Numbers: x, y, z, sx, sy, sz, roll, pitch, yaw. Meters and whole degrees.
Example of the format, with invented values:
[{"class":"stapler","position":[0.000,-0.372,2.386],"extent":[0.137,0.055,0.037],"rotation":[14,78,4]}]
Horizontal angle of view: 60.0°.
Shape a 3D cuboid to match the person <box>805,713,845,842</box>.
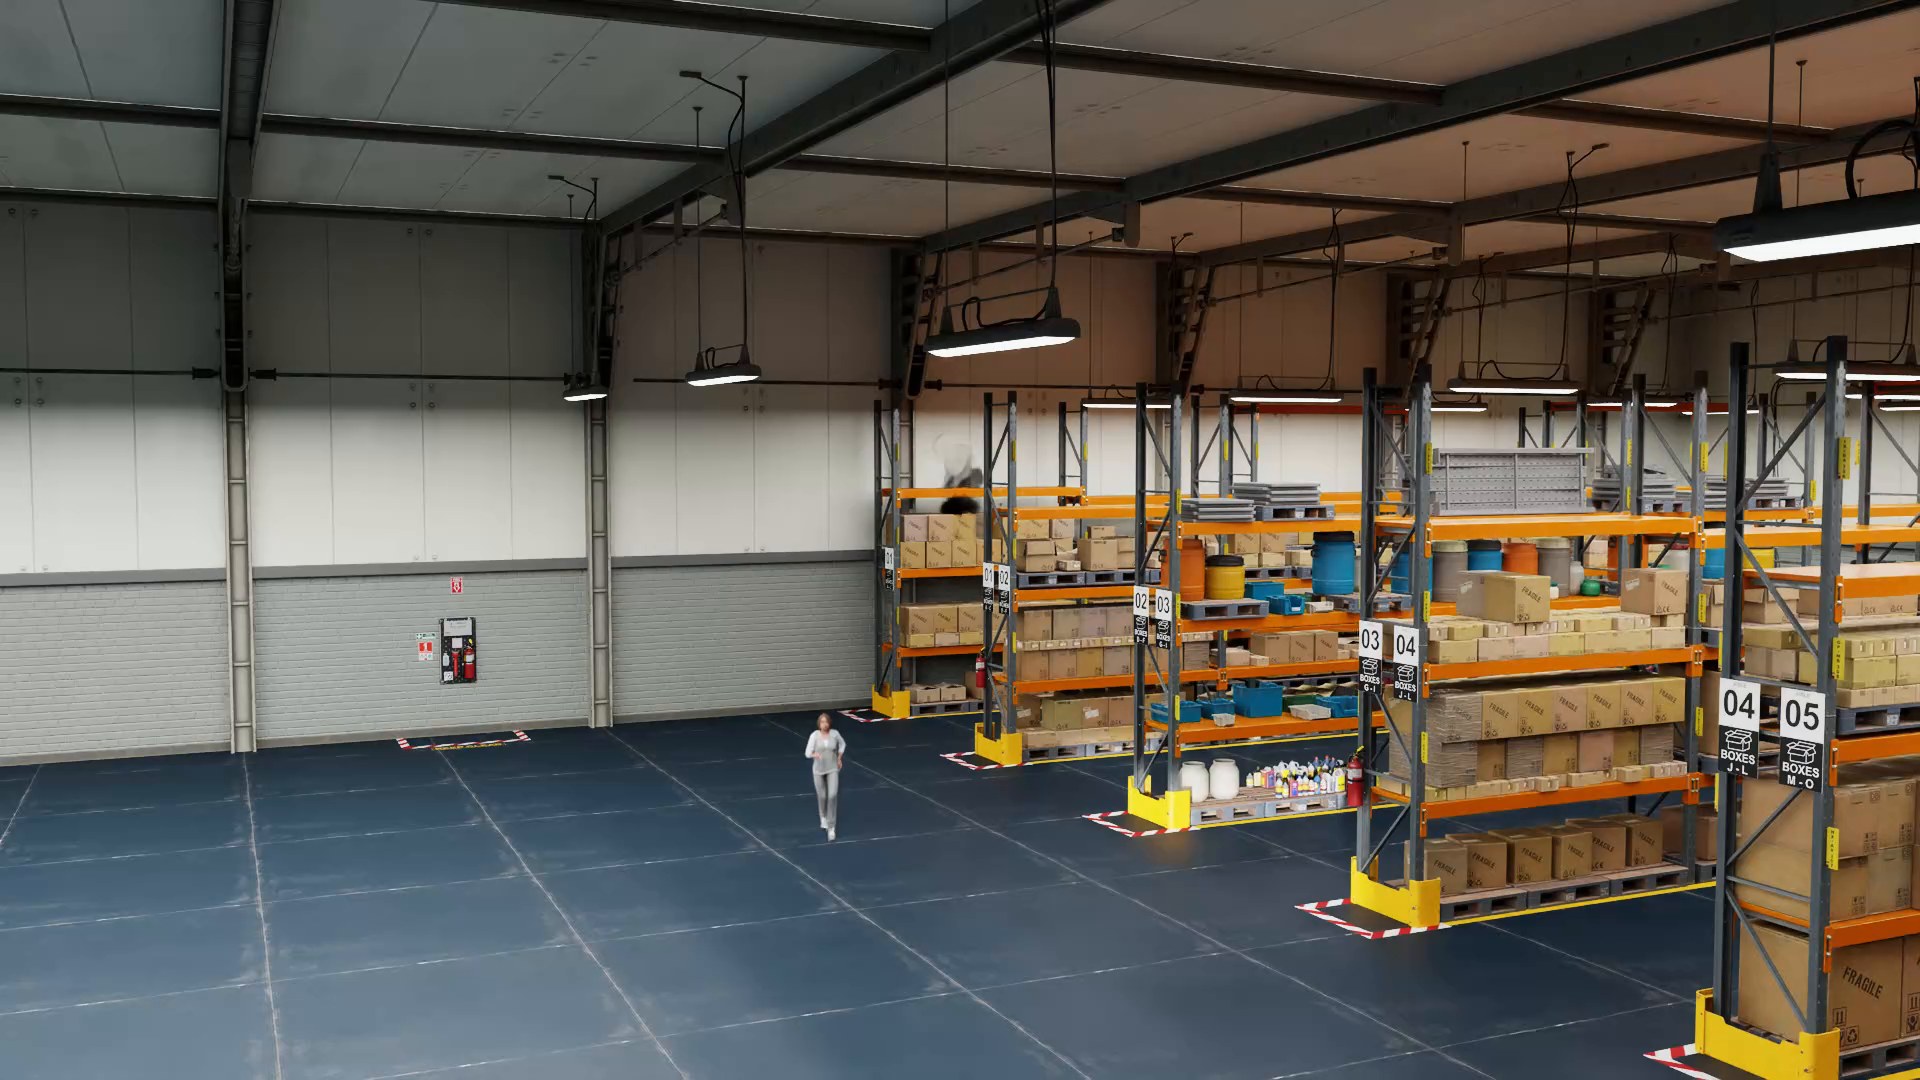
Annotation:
[{"class":"person","position":[-1.773,3.088,21.891],"extent":[0.522,1.645,0.751],"rotation":[0,3,-4]}]
